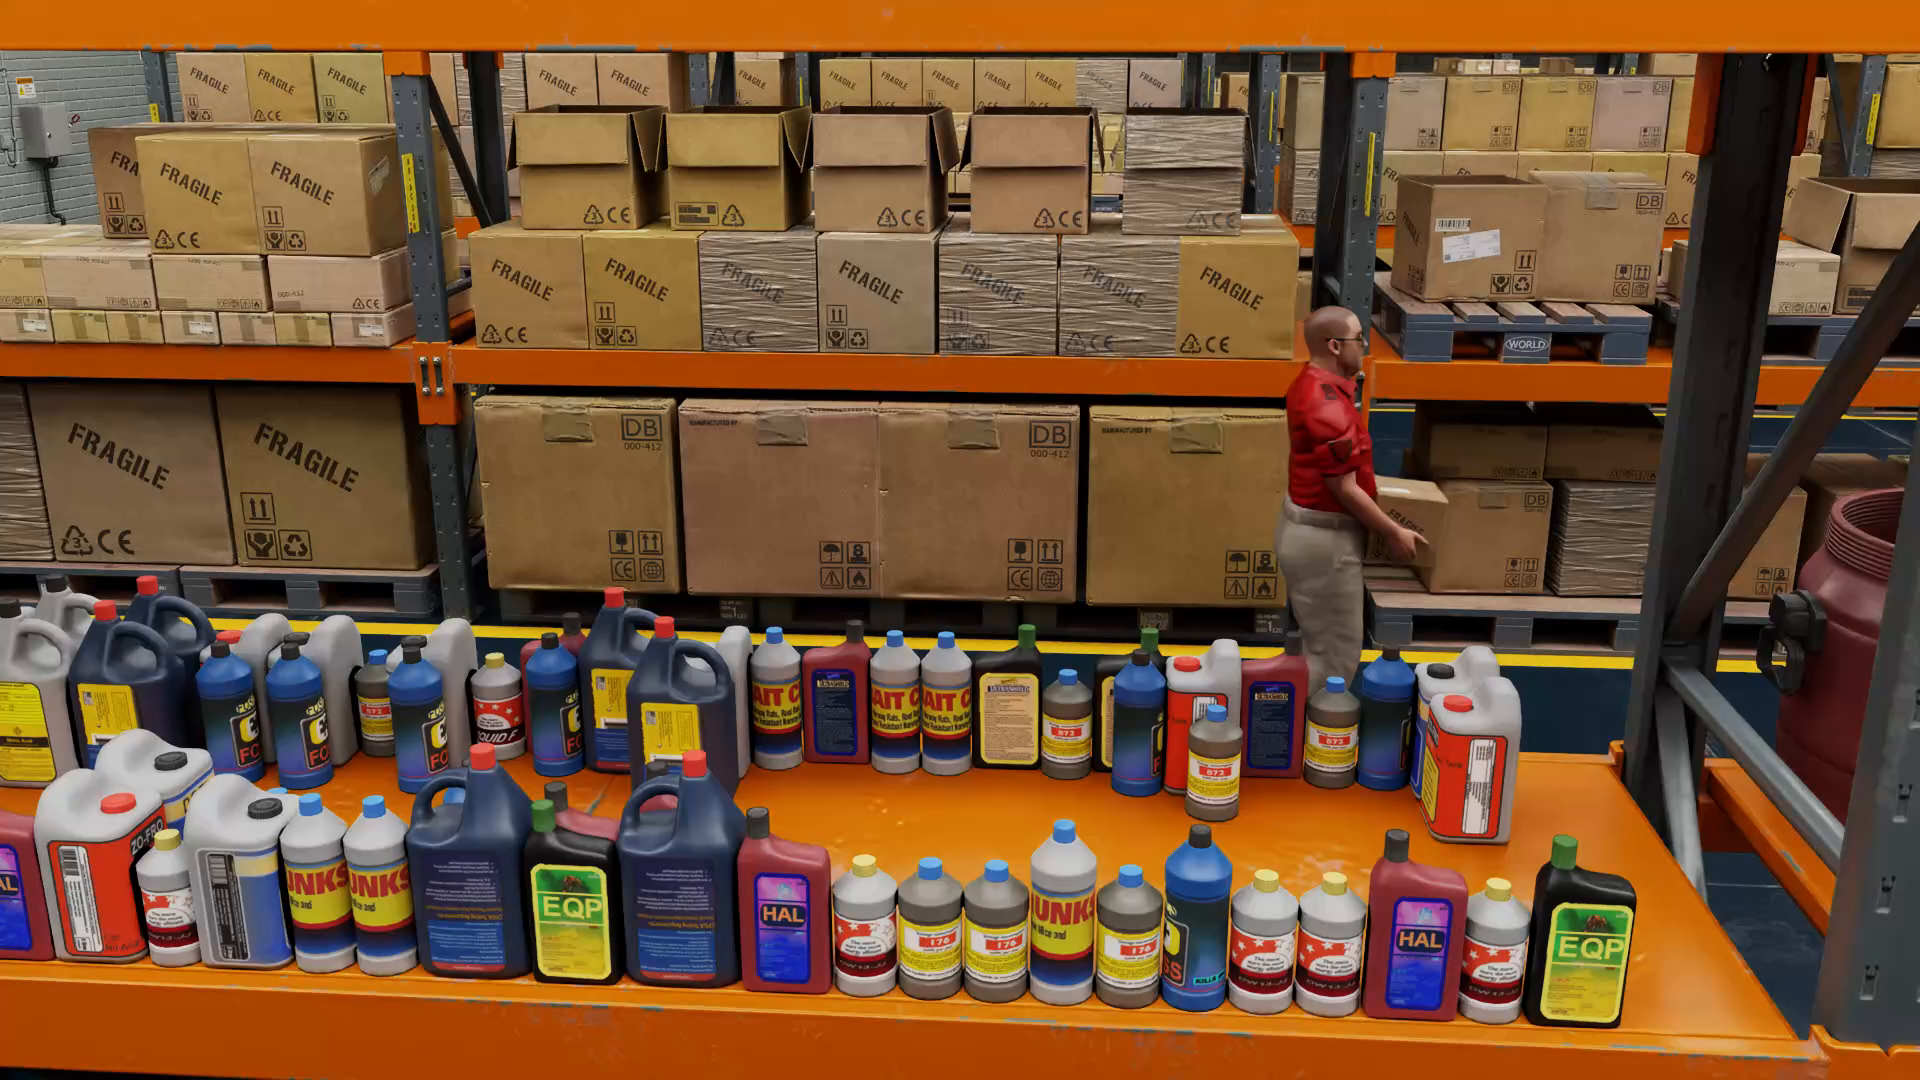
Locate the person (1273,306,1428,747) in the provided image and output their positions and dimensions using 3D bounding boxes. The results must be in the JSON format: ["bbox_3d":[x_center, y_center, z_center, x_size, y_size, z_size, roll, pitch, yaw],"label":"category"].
[{"bbox_3d":[1.398,0.020,6.005,0.517,1.729,0.521,1,17,4],"label":"person"}]
